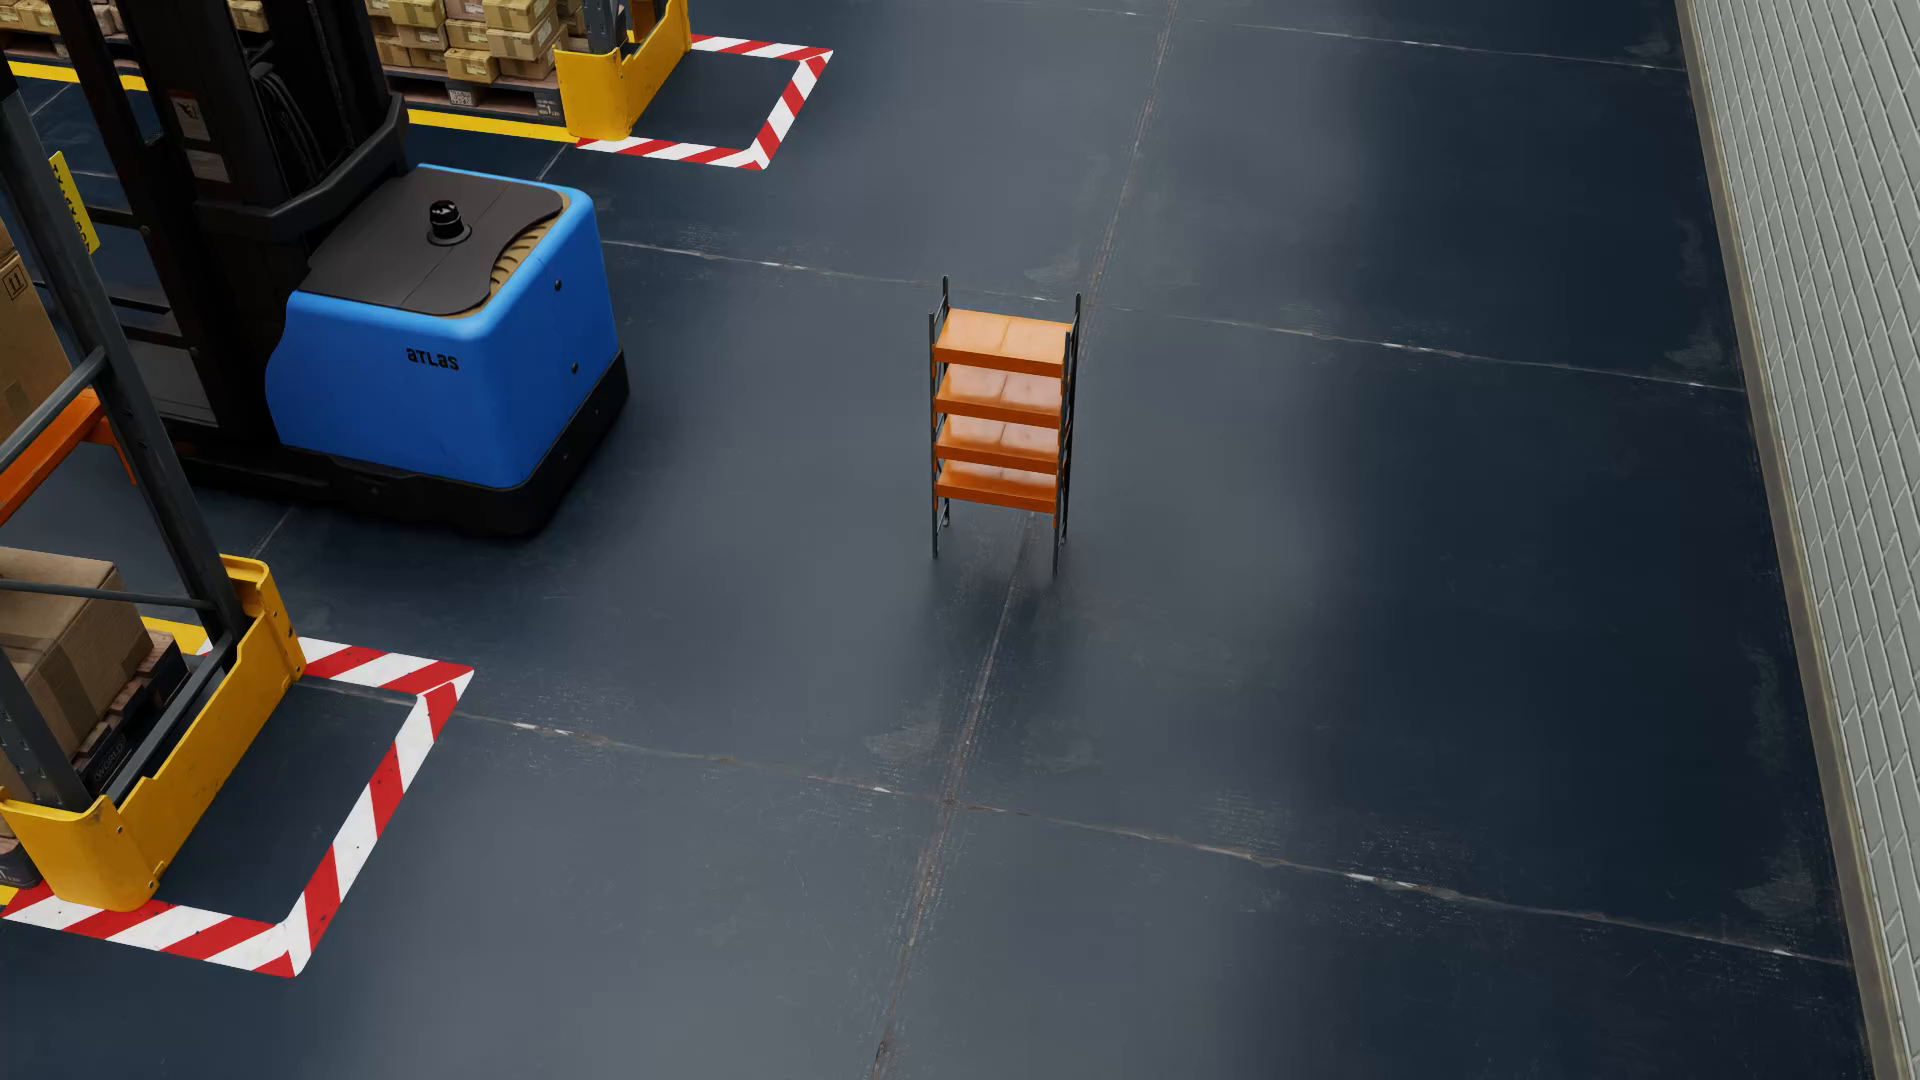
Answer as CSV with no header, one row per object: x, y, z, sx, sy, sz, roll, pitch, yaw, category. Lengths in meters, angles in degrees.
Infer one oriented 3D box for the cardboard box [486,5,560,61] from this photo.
-2.359,-2.754,8.986,0.250,0.149,0.380,8,44,8,cardboard box

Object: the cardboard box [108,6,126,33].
-4.628,-3.045,9.504,0.250,0.149,0.380,8,44,8,cardboard box

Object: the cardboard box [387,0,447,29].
-2.867,-2.913,8.937,0.250,0.149,0.380,8,44,8,cardboard box

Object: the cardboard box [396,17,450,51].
-2.867,-2.831,9.067,0.250,0.149,0.380,7,44,7,cardboard box

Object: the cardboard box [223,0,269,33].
-3.896,-2.975,9.216,0.250,0.149,0.380,9,45,9,cardboard box

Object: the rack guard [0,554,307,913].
-2.741,0.634,5.731,0.348,0.500,1.175,9,45,9,rack guard

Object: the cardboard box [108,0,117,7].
-4.626,-3.168,9.417,0.250,0.149,0.380,7,44,7,cardboard box

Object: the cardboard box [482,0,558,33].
-2.354,-2.883,8.906,0.250,0.149,0.380,9,45,10,cardboard box

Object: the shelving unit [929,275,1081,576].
0.162,-0.407,6.308,0.503,1.200,0.258,9,45,9,shelving unit

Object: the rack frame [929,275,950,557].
-0.077,-0.444,6.346,0.015,1.200,0.240,9,45,9,rack frame

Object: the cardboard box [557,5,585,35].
-2.223,-3.056,9.515,0.250,0.149,0.380,10,45,10,cardboard box

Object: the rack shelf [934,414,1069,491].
0.162,-0.359,6.355,0.480,0.148,0.258,9,45,9,rack shelf

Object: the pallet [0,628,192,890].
-3.561,0.666,5.906,1.213,0.211,1.003,9,45,9,pallet

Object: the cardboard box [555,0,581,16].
-2.237,-3.120,9.367,0.250,0.149,0.380,11,45,11,cardboard box

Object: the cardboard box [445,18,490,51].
-2.602,-2.830,9.065,0.250,0.149,0.380,8,44,8,cardboard box

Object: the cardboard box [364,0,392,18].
-3.106,-2.995,9.022,0.250,0.149,0.380,7,44,7,cardboard box

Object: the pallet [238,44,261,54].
-3.828,-2.975,9.689,1.213,0.211,1.003,9,45,9,pallet

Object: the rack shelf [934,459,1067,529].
0.162,-0.216,6.492,0.480,0.148,0.258,9,45,9,rack shelf

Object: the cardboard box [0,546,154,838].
-3.430,0.469,5.644,0.875,0.438,0.875,7,44,8,cardboard box

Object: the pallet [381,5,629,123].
-2.641,-2.789,9.496,1.213,0.211,1.003,9,45,9,pallet

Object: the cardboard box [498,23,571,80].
-2.341,-2.698,9.143,0.250,0.149,0.380,10,45,10,cardboard box

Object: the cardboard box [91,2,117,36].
-4.886,-3.050,9.509,0.250,0.149,0.380,9,45,9,cardboard box

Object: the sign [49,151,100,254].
-2.637,-0.985,4.929,0.005,0.325,0.100,9,45,9,sign

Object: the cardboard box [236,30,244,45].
-4.125,-2.924,9.378,0.250,0.149,0.380,8,44,8,cardboard box

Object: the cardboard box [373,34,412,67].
-3.097,-2.795,9.244,0.250,0.149,0.380,9,45,9,cardboard box

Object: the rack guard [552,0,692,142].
-1.856,-2.746,9.243,0.348,0.500,1.175,9,45,9,rack guard

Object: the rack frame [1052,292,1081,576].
0.400,-0.370,6.269,0.015,1.200,0.240,9,45,9,rack frame

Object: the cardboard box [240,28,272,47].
-3.852,-2.936,9.390,0.250,0.149,0.380,10,45,10,cardboard box

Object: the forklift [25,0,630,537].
-3.029,-1.648,6.348,3.031,2.935,1.130,11,45,12,forklift

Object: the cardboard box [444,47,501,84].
-2.614,-2.669,9.112,0.250,0.149,0.380,10,45,10,cardboard box

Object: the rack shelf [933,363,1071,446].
0.162,-0.520,6.199,0.480,0.148,0.258,9,45,9,rack shelf

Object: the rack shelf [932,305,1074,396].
0.162,-0.690,6.035,0.480,0.148,0.258,9,45,9,rack shelf

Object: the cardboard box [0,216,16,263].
-3.170,-0.932,4.762,0.500,0.500,0.500,8,44,8,cardboard box

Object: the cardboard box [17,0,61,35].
-5.140,-3.052,9.511,0.250,0.149,0.380,10,45,10,cardboard box

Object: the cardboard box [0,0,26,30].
-5.400,-3.093,9.553,0.250,0.149,0.380,7,44,7,cardboard box

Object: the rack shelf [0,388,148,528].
-4.716,-0.314,5.432,4.000,0.370,1.077,9,45,9,rack shelf

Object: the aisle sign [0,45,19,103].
-2.631,-1.392,4.159,0.004,0.787,0.394,9,45,9,aisle sign

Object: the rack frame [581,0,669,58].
-1.782,-3.635,8.364,0.127,3.000,1.000,9,45,9,rack frame

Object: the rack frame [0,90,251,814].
-2.764,-0.270,4.868,0.127,3.000,1.000,9,45,9,rack frame

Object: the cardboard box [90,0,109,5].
-4.889,-3.211,9.461,0.250,0.149,0.380,9,45,9,cardboard box

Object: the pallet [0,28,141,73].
-5.022,-3.159,9.880,1.213,0.211,1.003,9,45,9,pallet

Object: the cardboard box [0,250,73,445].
-3.170,-0.573,5.110,0.500,0.500,0.500,9,45,9,cardboard box

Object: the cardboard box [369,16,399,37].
-3.106,-2.941,9.181,0.250,0.149,0.380,8,45,9,cardboard box

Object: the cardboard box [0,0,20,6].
-5.401,-3.201,9.451,0.250,0.149,0.380,11,45,11,cardboard box

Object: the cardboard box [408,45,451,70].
-2.853,-2.767,9.215,0.250,0.149,0.380,9,45,9,cardboard box

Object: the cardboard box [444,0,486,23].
-2.586,-2.960,8.986,0.250,0.149,0.380,10,45,10,cardboard box
